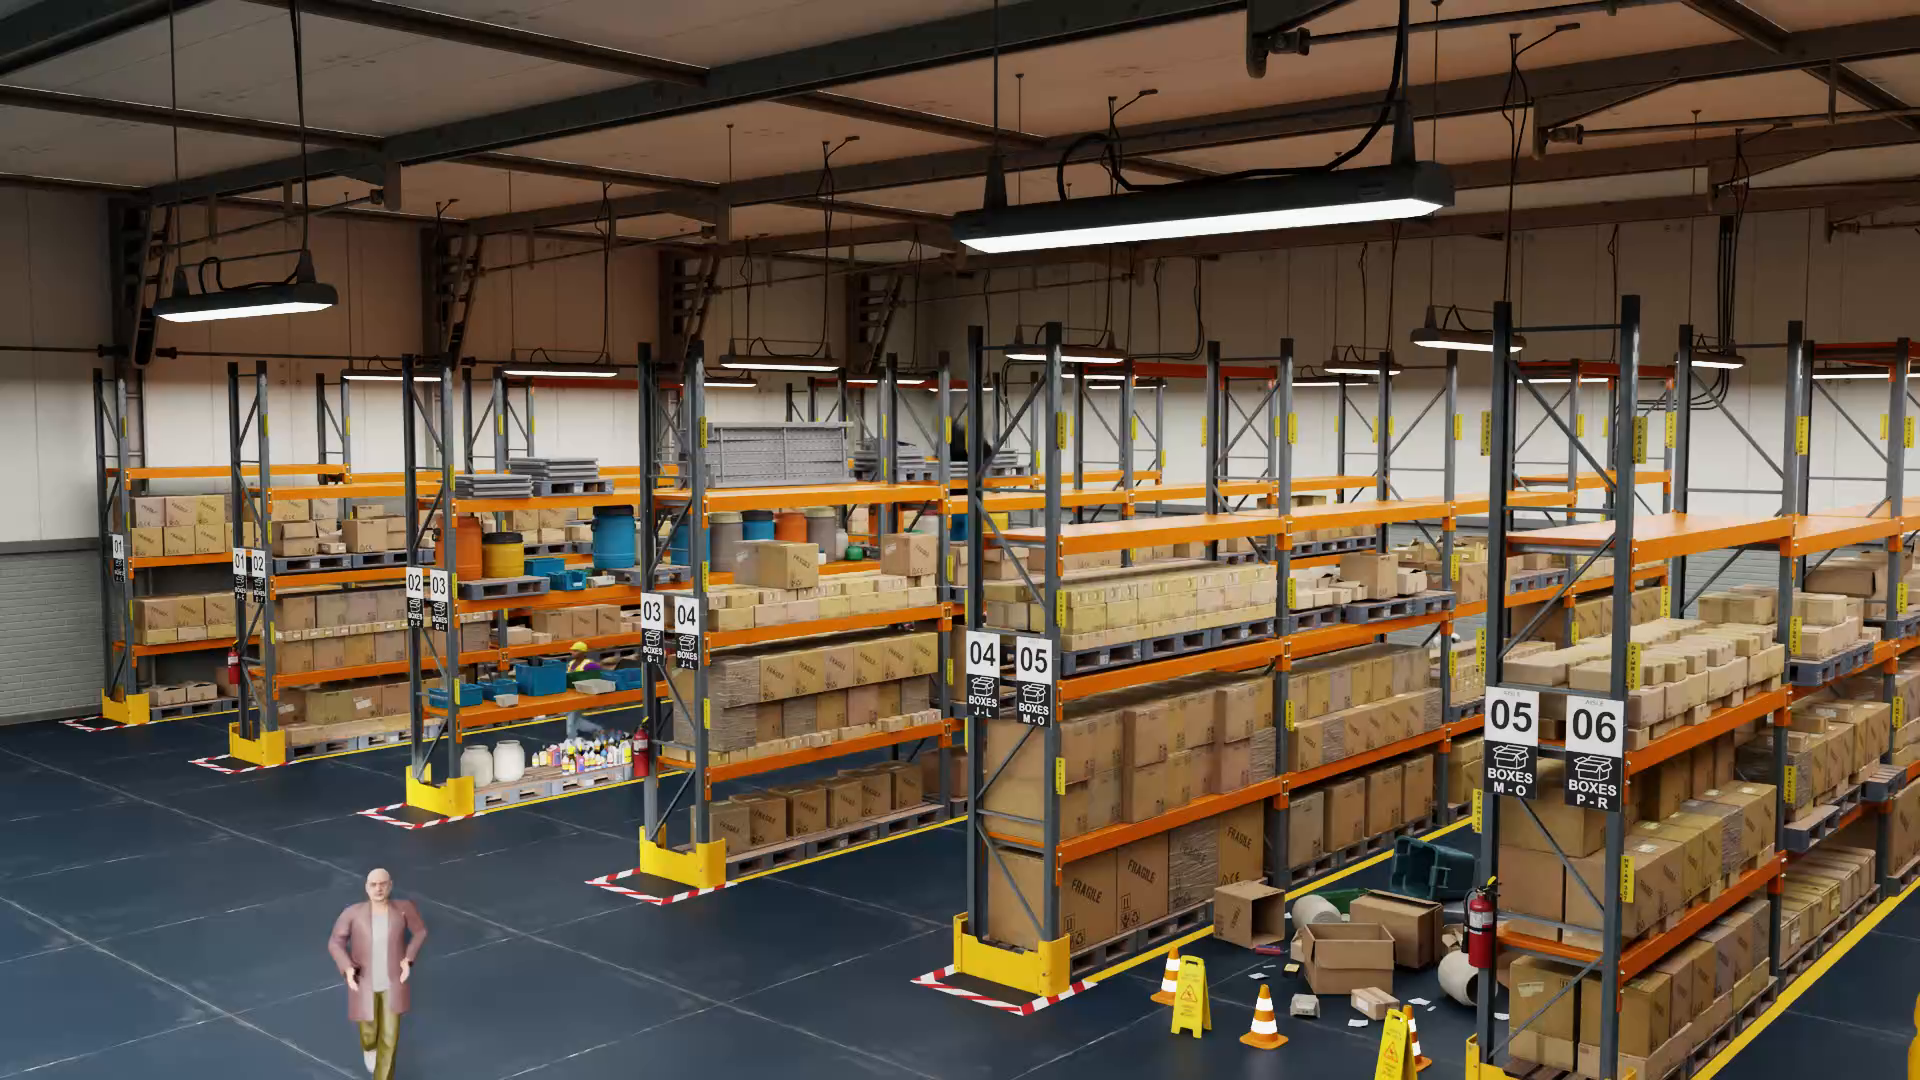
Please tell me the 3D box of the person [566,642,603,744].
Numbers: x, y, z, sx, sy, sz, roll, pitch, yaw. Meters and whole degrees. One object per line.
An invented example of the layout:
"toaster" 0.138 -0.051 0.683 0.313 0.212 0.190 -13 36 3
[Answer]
"person" -5.804 2.434 25.422 0.712 1.754 0.932 4 6 41

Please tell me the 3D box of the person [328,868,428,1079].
"person" -4.402 3.357 12.623 0.726 1.745 0.865 -2 5 -22

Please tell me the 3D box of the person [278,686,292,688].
"person" -11.056 2.343 27.256 0.570 1.698 0.825 3 5 36

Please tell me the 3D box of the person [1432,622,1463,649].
"person" 8.752 2.189 29.557 0.713 1.571 0.574 1 4 17
